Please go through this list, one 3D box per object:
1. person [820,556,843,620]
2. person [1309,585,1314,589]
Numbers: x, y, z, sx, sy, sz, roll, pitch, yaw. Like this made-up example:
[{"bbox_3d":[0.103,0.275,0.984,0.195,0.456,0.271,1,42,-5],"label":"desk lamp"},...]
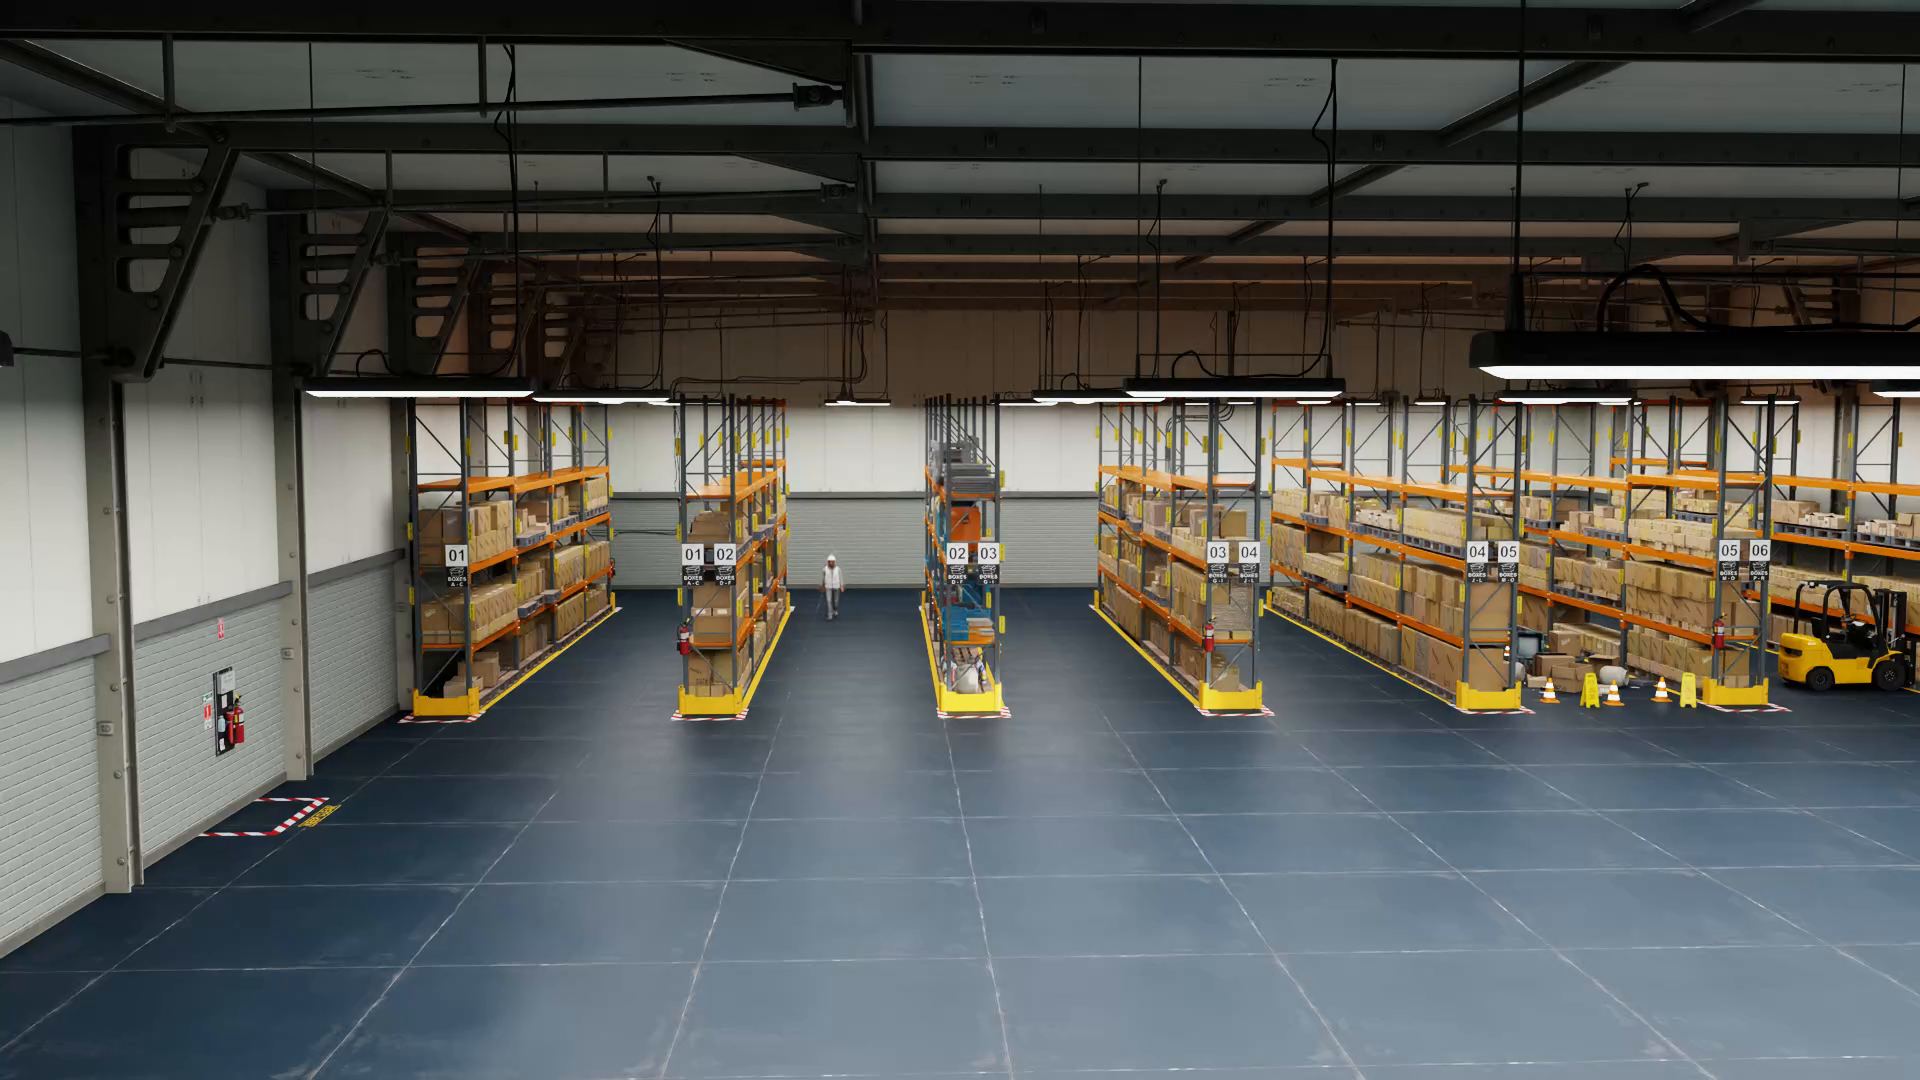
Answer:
[{"bbox_3d":[-3.491,1.291,45.282,0.615,1.732,1.066,-1,5,-6],"label":"person"},{"bbox_3d":[10.755,0.952,49.986,0.785,1.610,0.515,-2,5,-28],"label":"person"}]
